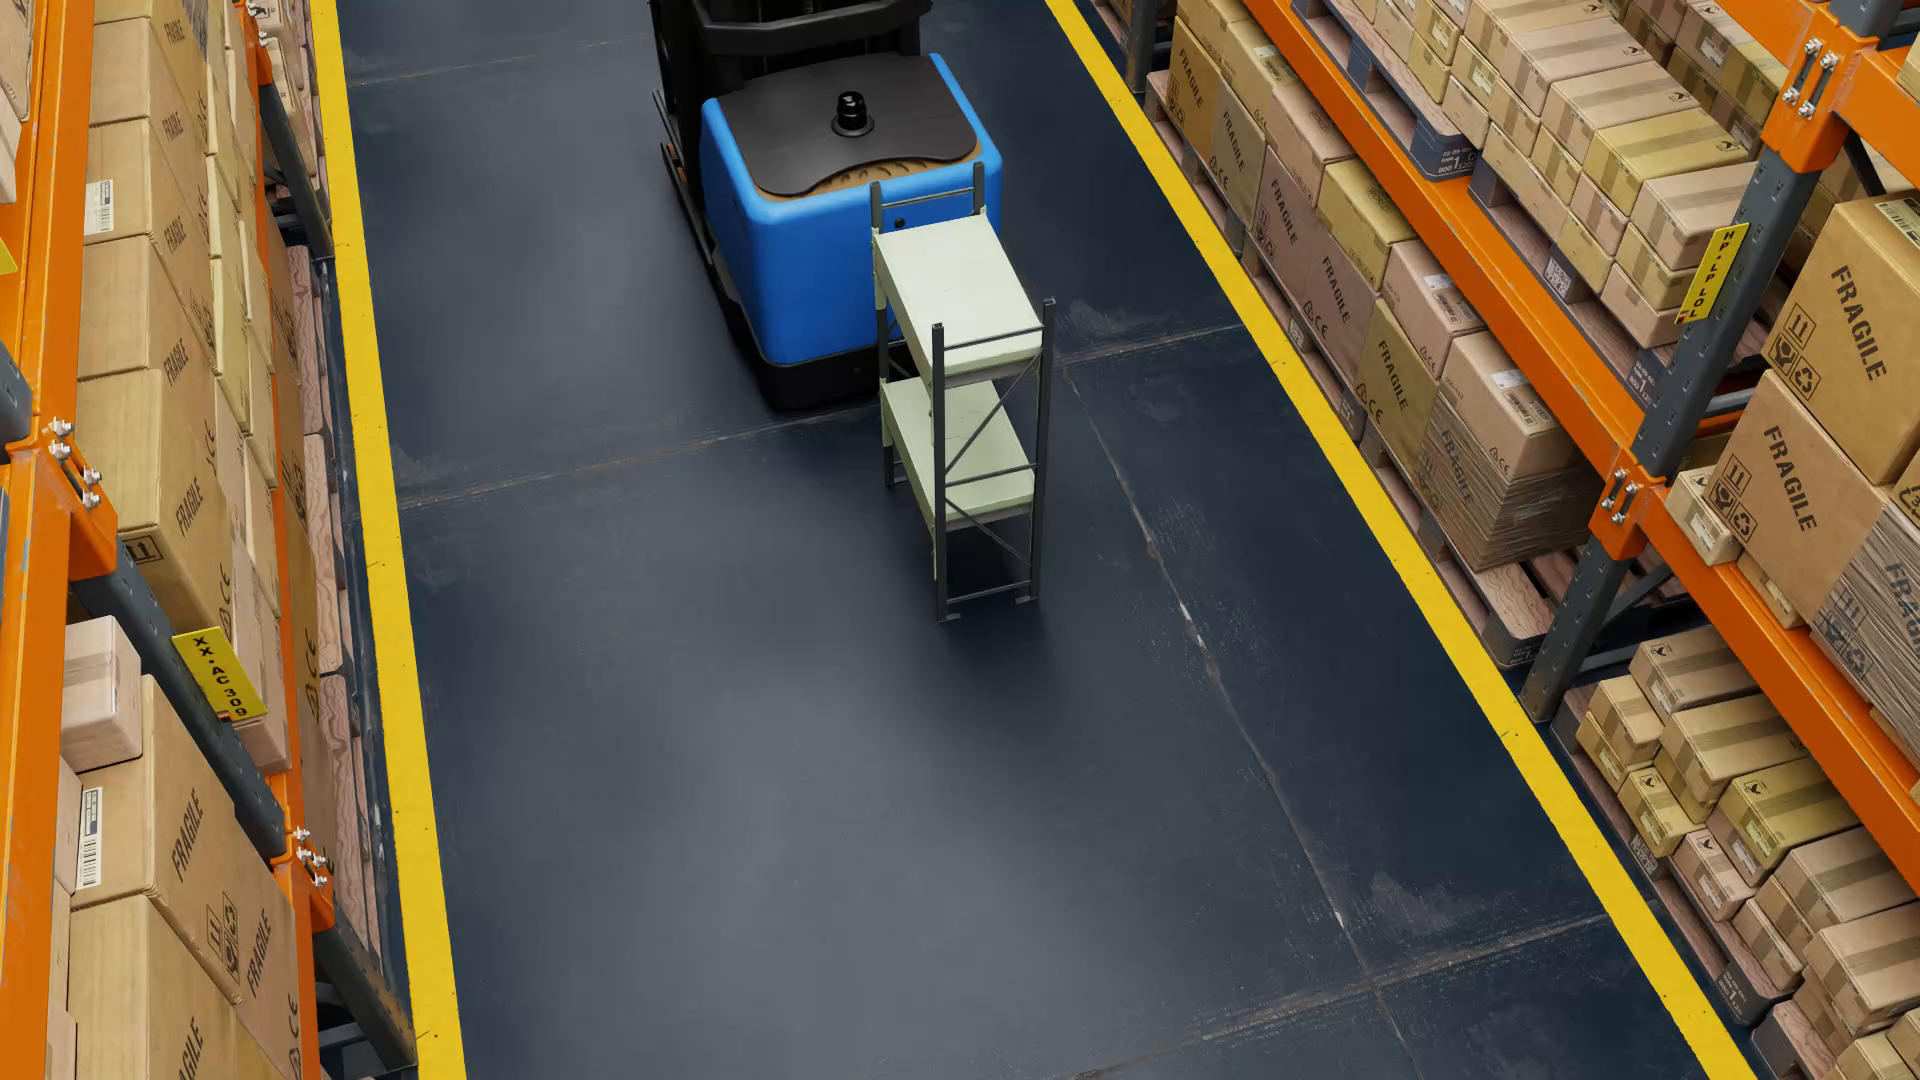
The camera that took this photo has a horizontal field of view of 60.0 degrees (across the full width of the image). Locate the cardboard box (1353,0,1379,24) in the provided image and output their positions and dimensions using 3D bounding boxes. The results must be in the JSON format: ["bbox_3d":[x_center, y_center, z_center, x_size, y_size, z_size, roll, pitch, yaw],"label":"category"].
[{"bbox_3d":[1.673,-2.094,6.233,0.380,0.149,0.250,-13,51,-10],"label":"cardboard box"}]

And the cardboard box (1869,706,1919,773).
[{"bbox_3d":[2.645,0.458,4.356,0.380,0.149,0.250,-15,52,-13],"label":"cardboard box"}]

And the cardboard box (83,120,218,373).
[{"bbox_3d":[-2.354,-0.738,4.481,0.500,0.500,0.500,-14,51,-12],"label":"cardboard box"}]

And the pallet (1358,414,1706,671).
[{"bbox_3d":[2.291,-0.128,6.509,1.003,0.211,1.213,-13,51,-11],"label":"pallet"}]

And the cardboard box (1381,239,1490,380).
[{"bbox_3d":[1.922,-0.895,6.202,0.500,0.250,0.500,-11,51,-9],"label":"cardboard box"}]

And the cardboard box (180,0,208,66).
[{"bbox_3d":[-2.797,-1.850,5.418,0.500,0.500,0.500,-13,51,-10],"label":"cardboard box"}]

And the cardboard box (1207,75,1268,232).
[{"bbox_3d":[1.457,-1.769,7.429,0.500,0.500,0.500,-13,51,-11],"label":"cardboard box"}]

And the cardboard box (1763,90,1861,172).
[{"bbox_3d":[2.757,-1.299,5.173,0.380,0.149,0.250,-12,51,-10],"label":"cardboard box"}]

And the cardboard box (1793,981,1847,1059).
[{"bbox_3d":[2.761,1.391,4.995,0.380,0.149,0.250,-15,52,-13],"label":"cardboard box"}]

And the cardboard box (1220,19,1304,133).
[{"bbox_3d":[1.463,-2.023,7.153,0.500,0.250,0.500,-14,51,-11],"label":"cardboard box"}]

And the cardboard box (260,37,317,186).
[{"bbox_3d":[-3.516,-1.890,7.615,0.950,0.372,0.625,-16,52,-13],"label":"cardboard box"}]

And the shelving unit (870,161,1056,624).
[{"bbox_3d":[-0.002,-0.488,5.970,0.431,1.500,0.755,-13,51,-11],"label":"shelving unit"}]

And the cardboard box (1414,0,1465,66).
[{"bbox_3d":[1.823,-1.817,5.804,0.380,0.149,0.250,-13,51,-11],"label":"cardboard box"}]

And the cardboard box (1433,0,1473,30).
[{"bbox_3d":[1.833,-1.906,5.685,0.380,0.149,0.250,-15,52,-13],"label":"cardboard box"}]

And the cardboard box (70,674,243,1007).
[{"bbox_3d":[-1.773,0.662,3.300,0.500,0.500,0.500,-14,51,-11],"label":"cardboard box"}]

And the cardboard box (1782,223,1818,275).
[{"bbox_3d":[2.846,-0.904,5.230,0.380,0.149,0.250,-16,52,-13],"label":"cardboard box"}]

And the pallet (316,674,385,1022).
[{"bbox_3d":[-2.476,1.087,5.485,1.003,0.211,1.213,-13,51,-11],"label":"pallet"}]

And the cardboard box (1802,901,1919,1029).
[{"bbox_3d":[2.670,1.210,4.759,0.380,0.149,0.250,-12,51,-10],"label":"cardboard box"}]

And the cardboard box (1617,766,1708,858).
[{"bbox_3d":[2.402,0.858,5.444,0.380,0.149,0.250,-12,51,-10],"label":"cardboard box"}]

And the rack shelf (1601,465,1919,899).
[{"bbox_3d":[3.114,1.234,4.008,1.077,0.370,4.000,-13,51,-11],"label":"rack shelf"}]

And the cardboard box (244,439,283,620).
[{"bbox_3d":[-2.208,0.024,4.655,0.500,0.250,0.500,-14,51,-12],"label":"cardboard box"}]

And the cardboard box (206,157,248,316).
[{"bbox_3d":[-2.493,-0.881,5.092,0.500,0.250,0.500,-15,51,-12],"label":"cardboard box"}]

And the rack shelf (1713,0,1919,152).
[{"bbox_3d":[1.931,-2.654,5.324,1.077,0.370,4.000,-13,51,-11],"label":"rack shelf"}]

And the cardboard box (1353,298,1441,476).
[{"bbox_3d":[1.912,-0.646,6.483,0.500,0.500,0.500,-14,51,-12],"label":"cardboard box"}]

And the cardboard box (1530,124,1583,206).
[{"bbox_3d":[2.067,-1.229,5.309,0.380,0.149,0.250,-11,51,-9],"label":"cardboard box"}]

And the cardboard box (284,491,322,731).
[{"bbox_3d":[-2.710,0.191,5.531,0.875,0.875,0.875,-12,51,-10],"label":"cardboard box"}]

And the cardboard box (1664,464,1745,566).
[{"bbox_3d":[2.294,-0.097,4.823,0.380,0.149,0.250,-12,51,-10],"label":"cardboard box"}]

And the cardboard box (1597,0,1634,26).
[{"bbox_3d":[2.453,-1.958,5.923,0.380,0.149,0.250,-14,51,-12],"label":"cardboard box"}]

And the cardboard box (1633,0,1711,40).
[{"bbox_3d":[2.536,-1.856,5.643,0.380,0.149,0.250,-14,51,-11],"label":"cardboard box"}]

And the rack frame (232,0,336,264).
[{"bbox_3d":[-3.359,-2.187,6.421,1.000,3.000,0.127,-13,51,-11],"label":"rack frame"}]

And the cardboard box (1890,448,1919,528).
[{"bbox_3d":[2.591,-0.149,3.789,0.500,0.500,0.500,-15,51,-12],"label":"cardboard box"}]

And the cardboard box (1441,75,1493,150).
[{"bbox_3d":[1.905,-1.515,5.745,0.380,0.149,0.250,-15,52,-13],"label":"cardboard box"}]

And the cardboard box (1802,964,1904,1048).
[{"bbox_3d":[2.727,1.305,4.873,0.380,0.149,0.250,-11,51,-9],"label":"cardboard box"}]

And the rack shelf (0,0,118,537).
[{"bbox_3d":[-2.767,-1.461,4.318,1.077,0.370,4.000,-13,51,-11],"label":"rack shelf"}]

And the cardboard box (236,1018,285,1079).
[{"bbox_3d":[-1.637,1.358,3.368,0.500,0.500,0.500,-14,51,-12],"label":"cardboard box"}]

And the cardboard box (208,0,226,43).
[{"bbox_3d":[-2.973,-2.003,6.038,0.500,0.250,0.500,-13,51,-11],"label":"cardboard box"}]

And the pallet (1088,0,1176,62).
[{"bbox_3d":[1.179,-3.074,8.993,1.003,0.211,1.213,-13,51,-11],"label":"pallet"}]

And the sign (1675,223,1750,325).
[{"bbox_3d":[1.994,-0.703,4.414,0.100,0.325,0.005,-13,51,-11],"label":"sign"}]

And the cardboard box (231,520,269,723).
[{"bbox_3d":[-2.037,0.237,4.149,0.500,0.250,0.500,-15,51,-12],"label":"cardboard box"}]

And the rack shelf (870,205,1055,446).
[{"bbox_3d":[-0.002,-0.740,5.672,0.431,0.370,0.720,-13,51,-11],"label":"rack shelf"}]

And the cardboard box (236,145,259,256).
[{"bbox_3d":[-2.662,-1.087,5.592,0.500,0.250,0.500,-14,51,-11],"label":"cardboard box"}]

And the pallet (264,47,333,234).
[{"bbox_3d":[-3.589,-1.859,7.969,1.003,0.211,1.213,-13,51,-11],"label":"pallet"}]

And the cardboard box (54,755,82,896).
[{"bbox_3d":[-1.807,0.541,2.978,0.380,0.149,0.250,-12,51,-10],"label":"cardboard box"}]

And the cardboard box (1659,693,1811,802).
[{"bbox_3d":[2.452,0.646,5.234,0.380,0.149,0.250,-11,51,-9],"label":"cardboard box"}]

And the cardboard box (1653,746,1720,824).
[{"bbox_3d":[2.485,0.731,5.357,0.380,0.149,0.250,-13,51,-11],"label":"cardboard box"}]

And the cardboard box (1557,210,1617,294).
[{"bbox_3d":[2.139,-0.948,5.266,0.380,0.149,0.250,-13,51,-11],"label":"cardboard box"}]

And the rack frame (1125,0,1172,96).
[{"bbox_3d":[1.340,-3.380,7.427,1.000,3.000,0.127,-13,51,-11],"label":"rack frame"}]

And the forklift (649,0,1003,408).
[{"bbox_3d":[-0.790,-2.647,6.854,1.130,2.935,3.031,-15,52,-12],"label":"forklift"}]

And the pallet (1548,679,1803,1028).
[{"bbox_3d":[2.755,0.923,5.624,1.003,0.211,1.213,-13,51,-11],"label":"pallet"}]

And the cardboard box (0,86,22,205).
[{"bbox_3d":[-1.990,-0.769,3.077,0.396,0.266,0.258,-14,51,-11],"label":"cardboard box"}]

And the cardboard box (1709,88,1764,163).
[{"bbox_3d":[2.690,-1.378,5.434,0.380,0.149,0.250,-12,51,-10],"label":"cardboard box"}]

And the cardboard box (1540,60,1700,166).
[{"bbox_3d":[2.063,-1.339,5.207,0.380,0.149,0.250,-15,51,-12],"label":"cardboard box"}]
